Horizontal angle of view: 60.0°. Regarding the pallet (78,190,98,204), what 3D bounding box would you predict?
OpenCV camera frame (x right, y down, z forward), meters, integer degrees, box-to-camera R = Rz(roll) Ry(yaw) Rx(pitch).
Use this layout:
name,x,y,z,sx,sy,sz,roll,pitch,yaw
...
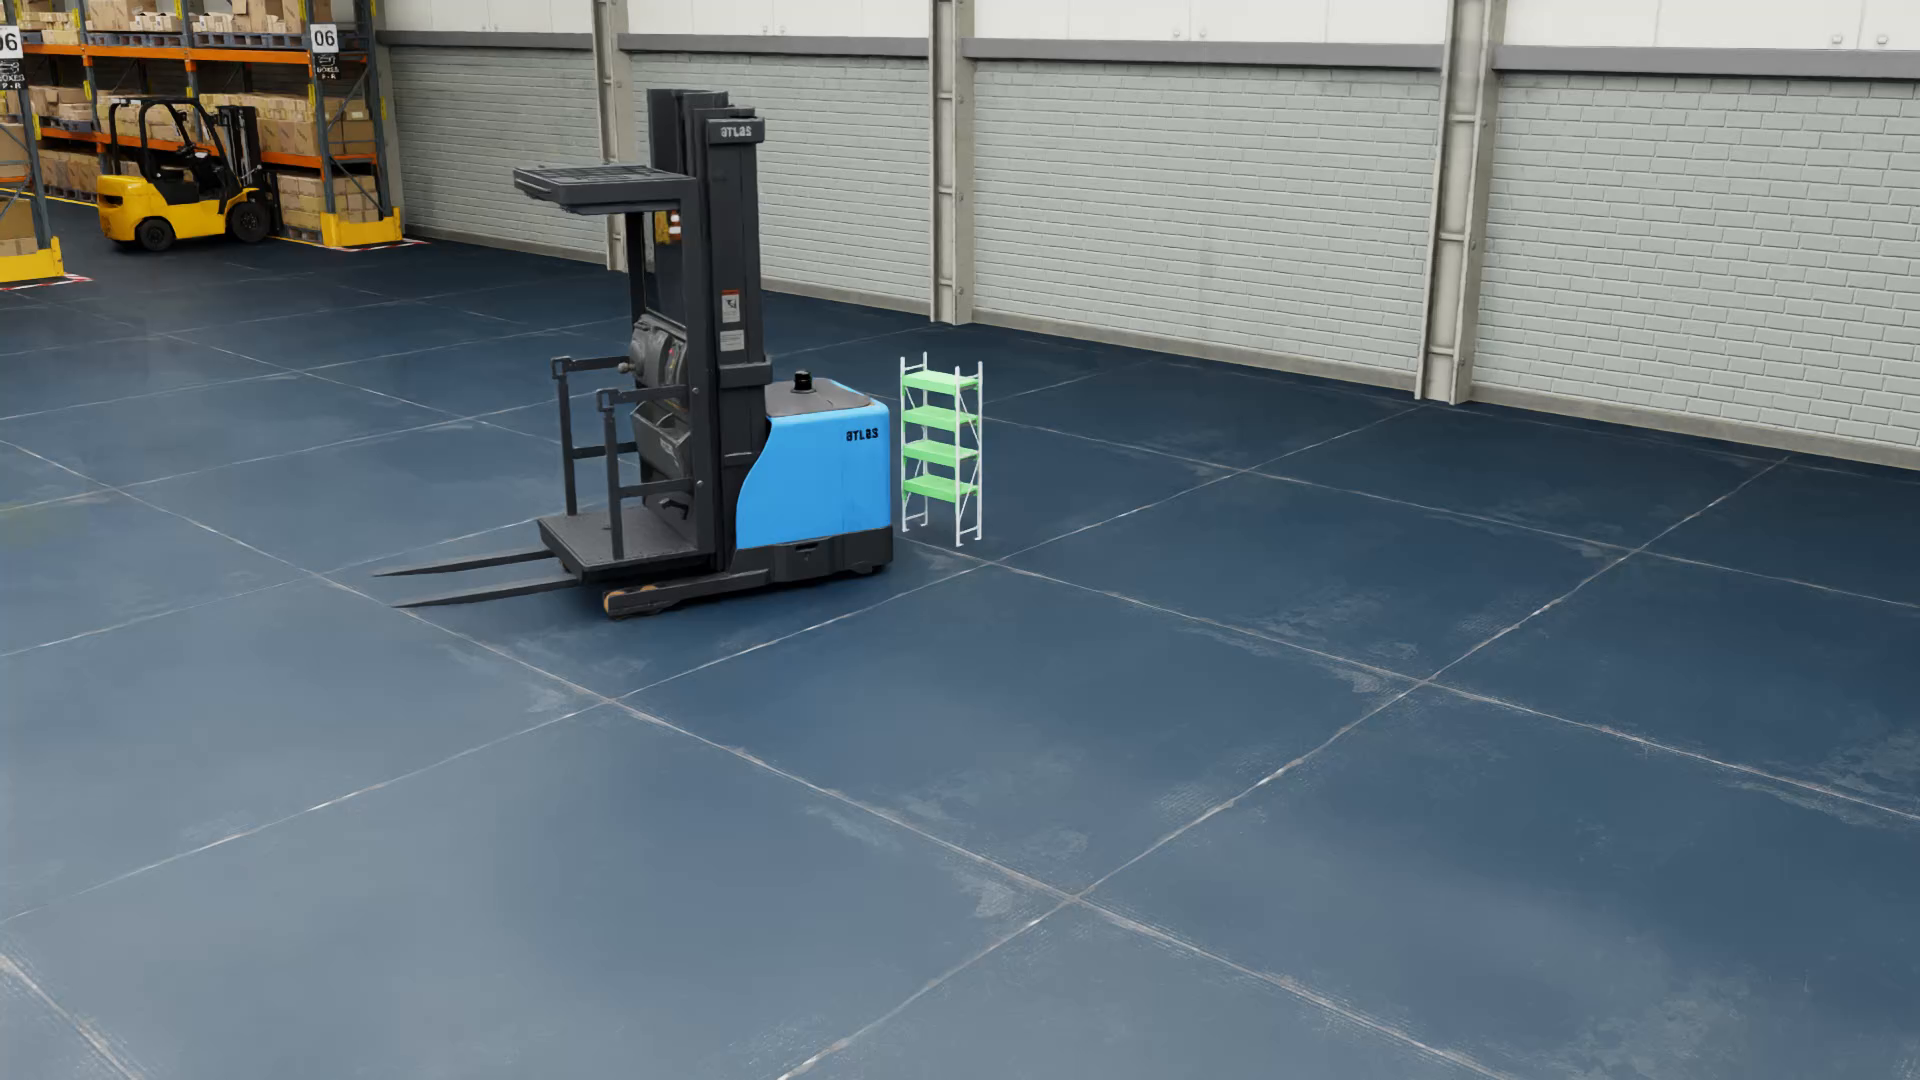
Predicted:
name,x,y,z,sx,sy,sz,roll,pitch,yaw
pallet,-15.663,-6.421,30.996,1.213,0.211,1.003,15,23,39

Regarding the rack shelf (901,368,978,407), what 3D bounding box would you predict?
name,x,y,z,sx,sy,sz,roll,pitch,yaw
rack shelf,-0.124,-1.002,10.909,0.480,0.148,0.258,15,23,39

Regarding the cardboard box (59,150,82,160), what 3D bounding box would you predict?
name,x,y,z,sx,sy,sz,roll,pitch,yaw
cardboard box,-16.790,-7.285,31.474,0.250,0.149,0.380,15,23,39

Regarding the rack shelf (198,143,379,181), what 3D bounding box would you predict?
name,x,y,z,sx,sy,sz,roll,pitch,yaw
rack shelf,-10.642,-6.044,26.387,4.000,0.370,1.077,15,23,39

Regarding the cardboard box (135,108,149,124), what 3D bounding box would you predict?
name,x,y,z,sx,sy,sz,roll,pitch,yaw
cardboard box,-13.807,-7.307,28.600,0.500,0.250,0.500,15,23,40

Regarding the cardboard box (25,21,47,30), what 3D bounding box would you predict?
name,x,y,z,sx,sy,sz,roll,pitch,yaw
cardboard box,-16.995,-9.500,30.684,0.250,0.149,0.380,16,23,40

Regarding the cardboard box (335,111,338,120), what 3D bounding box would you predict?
name,x,y,z,sx,sy,sz,roll,pitch,yaw
cardboard box,-9.454,-6.504,25.410,0.250,0.149,0.380,15,23,39

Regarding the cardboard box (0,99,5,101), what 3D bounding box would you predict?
name,x,y,z,sx,sy,sz,roll,pitch,yaw
cardboard box,-19.048,-8.610,33.038,0.500,0.250,0.500,15,23,39

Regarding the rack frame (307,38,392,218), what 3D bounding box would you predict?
name,x,y,z,sx,sy,sz,roll,pitch,yaw
rack frame,-9.146,-5.986,25.013,0.127,3.000,1.000,15,23,39

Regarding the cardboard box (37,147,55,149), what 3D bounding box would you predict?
name,x,y,z,sx,sy,sz,roll,pitch,yaw
cardboard box,-17.771,-7.543,32.285,0.250,0.149,0.380,14,23,38

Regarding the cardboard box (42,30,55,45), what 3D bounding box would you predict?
name,x,y,z,sx,sy,sz,roll,pitch,yaw
cardboard box,-16.425,-9.199,30.429,0.500,0.250,0.500,15,23,39

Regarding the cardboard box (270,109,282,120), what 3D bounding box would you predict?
name,x,y,z,sx,sy,sz,roll,pitch,yaw
cardboard box,-10.364,-6.554,25.568,0.250,0.149,0.380,14,22,38

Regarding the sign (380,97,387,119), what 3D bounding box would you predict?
name,x,y,z,sx,sy,sz,roll,pitch,yaw
sign,-8.773,-6.560,25.262,0.005,0.325,0.100,15,23,39

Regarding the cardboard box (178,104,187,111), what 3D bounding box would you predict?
name,x,y,z,sx,sy,sz,roll,pitch,yaw
cardboard box,-12.745,-7.212,27.639,0.250,0.149,0.380,15,23,38

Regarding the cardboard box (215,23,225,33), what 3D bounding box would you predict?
name,x,y,z,sx,sy,sz,roll,pitch,yaw
cardboard box,-11.429,-8.033,26.063,0.250,0.149,0.380,16,24,41

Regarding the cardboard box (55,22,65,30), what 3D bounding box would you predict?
name,x,y,z,sx,sy,sz,roll,pitch,yaw
cardboard box,-16.130,-9.312,30.124,0.250,0.149,0.380,15,23,39

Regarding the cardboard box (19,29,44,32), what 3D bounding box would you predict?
name,x,y,z,sx,sy,sz,roll,pitch,yaw
cardboard box,-18.311,-10.061,32.652,0.500,0.250,0.500,14,23,38

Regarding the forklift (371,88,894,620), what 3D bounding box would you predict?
name,x,y,z,sx,sy,sz,roll,pitch,yaw
forklift,-1.966,-1.117,9.786,3.031,2.935,1.130,-9,20,-26

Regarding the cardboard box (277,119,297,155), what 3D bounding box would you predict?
name,x,y,z,sx,sy,sz,roll,pitch,yaw
cardboard box,-10.070,-6.179,25.457,0.500,0.500,0.500,16,24,41

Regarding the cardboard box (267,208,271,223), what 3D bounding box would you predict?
name,x,y,z,sx,sy,sz,roll,pitch,yaw
cardboard box,-10.844,-5.202,26.394,0.500,0.250,0.500,16,24,41

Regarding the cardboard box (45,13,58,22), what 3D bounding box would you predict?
name,x,y,z,sx,sy,sz,roll,pitch,yaw
cardboard box,-16.363,-9.494,30.208,0.250,0.149,0.380,14,23,38

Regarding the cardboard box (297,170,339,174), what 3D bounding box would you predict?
name,x,y,z,sx,sy,sz,roll,pitch,yaw
cardboard box,-10.123,-5.693,26.291,0.500,0.250,0.500,15,23,39

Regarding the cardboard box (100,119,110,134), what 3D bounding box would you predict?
name,x,y,z,sx,sy,sz,roll,pitch,yaw
cardboard box,-14.960,-7.376,29.642,0.500,0.250,0.500,15,23,39

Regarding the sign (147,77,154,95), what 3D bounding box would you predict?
name,x,y,z,sx,sy,sz,roll,pitch,yaw
sign,-14.763,-8.270,30.297,0.005,0.325,0.100,15,23,39

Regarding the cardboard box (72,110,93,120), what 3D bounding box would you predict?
name,x,y,z,sx,sy,sz,roll,pitch,yaw
cardboard box,-15.875,-7.717,30.191,0.250,0.149,0.380,16,23,40

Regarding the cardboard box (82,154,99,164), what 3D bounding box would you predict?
name,x,y,z,sx,sy,sz,roll,pitch,yaw
cardboard box,-15.892,-6.999,30.573,0.250,0.149,0.380,14,22,36

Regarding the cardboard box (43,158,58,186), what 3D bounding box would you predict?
name,x,y,z,sx,sy,sz,roll,pitch,yaw
cardboard box,-17.133,-7.050,31.805,0.500,0.500,0.500,14,22,38

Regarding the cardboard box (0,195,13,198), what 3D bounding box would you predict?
name,x,y,z,sx,sy,sz,roll,pitch,yaw
cardboard box,-13.270,-4.442,22.761,0.500,0.500,0.500,14,22,37

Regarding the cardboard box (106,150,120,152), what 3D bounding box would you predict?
name,x,y,z,sx,sy,sz,roll,pitch,yaw
cardboard box,-16.102,-7.293,31.499,0.250,0.149,0.380,14,23,38

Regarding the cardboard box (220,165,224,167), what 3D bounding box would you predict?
name,x,y,z,sx,sy,sz,roll,pitch,yaw
cardboard box,-11.984,-5.987,27.215,0.500,0.250,0.500,15,23,38

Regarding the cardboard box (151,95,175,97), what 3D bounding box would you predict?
name,x,y,z,sx,sy,sz,roll,pitch,yaw
cardboard box,-14.099,-7.803,29.501,0.250,0.149,0.380,14,23,38

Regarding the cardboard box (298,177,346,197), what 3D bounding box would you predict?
name,x,y,z,sx,sy,sz,roll,pitch,yaw
cardboard box,-9.697,-5.374,25.283,0.500,0.250,0.500,16,24,41

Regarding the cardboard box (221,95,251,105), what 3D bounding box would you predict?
name,x,y,z,sx,sy,sz,roll,pitch,yaw
cardboard box,-11.519,-7.000,26.480,0.250,0.149,0.380,16,23,40

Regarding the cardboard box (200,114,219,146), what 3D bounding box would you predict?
name,x,y,z,sx,sy,sz,roll,pitch,yaw
cardboard box,-11.979,-6.688,27.062,0.500,0.500,0.500,14,22,38

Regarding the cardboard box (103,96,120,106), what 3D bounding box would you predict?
name,x,y,z,sx,sy,sz,roll,pitch,yaw
cardboard box,-14.886,-7.765,29.382,0.250,0.149,0.380,16,23,40

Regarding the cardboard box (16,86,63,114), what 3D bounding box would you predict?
name,x,y,z,sx,sy,sz,roll,pitch,yaw
cardboard box,-17.520,-8.391,31.733,0.500,0.500,0.700,15,23,40

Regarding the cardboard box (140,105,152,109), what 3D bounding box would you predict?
name,x,y,z,sx,sy,sz,roll,pitch,yaw
cardboard box,-13.765,-7.449,28.388,0.250,0.149,0.380,14,23,38

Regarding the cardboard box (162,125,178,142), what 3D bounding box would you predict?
name,x,y,z,sx,sy,sz,roll,pitch,yaw
cardboard box,-13.068,-6.859,28.013,0.500,0.250,0.500,15,23,39

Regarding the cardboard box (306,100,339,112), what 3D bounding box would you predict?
name,x,y,z,sx,sy,sz,roll,pitch,yaw
cardboard box,-9.554,-6.508,24.931,0.250,0.149,0.380,15,23,39

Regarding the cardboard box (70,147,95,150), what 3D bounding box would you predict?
name,x,y,z,sx,sy,sz,roll,pitch,yaw
cardboard box,-17.057,-7.560,32.341,0.250,0.149,0.380,14,22,37

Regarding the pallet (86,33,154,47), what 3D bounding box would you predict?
name,x,y,z,sx,sy,sz,roll,pitch,yaw
pallet,-14.562,-8.815,29.284,1.003,0.211,1.213,16,24,42

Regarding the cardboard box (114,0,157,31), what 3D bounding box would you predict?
name,x,y,z,sx,sy,sz,roll,pitch,yaw
cardboard box,-13.988,-8.912,28.251,0.500,0.500,0.500,16,23,41

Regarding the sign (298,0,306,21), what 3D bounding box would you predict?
name,x,y,z,sx,sy,sz,roll,pitch,yaw
sign,-9.516,-7.680,24.059,0.005,0.325,0.100,15,23,39

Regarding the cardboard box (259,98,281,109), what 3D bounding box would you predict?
name,x,y,z,sx,sy,sz,roll,pitch,yaw
cardboard box,-10.575,-6.742,25.667,0.250,0.149,0.380,16,23,40

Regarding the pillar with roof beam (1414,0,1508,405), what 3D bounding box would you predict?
name,x,y,z,sx,sy,sz,roll,pitch,yaw
pillar with roof beam,1.537,-4.601,10.732,0.400,9.000,9.100,15,23,39

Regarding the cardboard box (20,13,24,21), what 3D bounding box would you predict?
name,x,y,z,sx,sy,sz,roll,pitch,yaw
cardboard box,-17.179,-9.692,30.798,0.250,0.149,0.380,15,23,40

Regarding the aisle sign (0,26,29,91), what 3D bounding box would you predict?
name,x,y,z,sx,sy,sz,roll,pitch,yaw
aisle sign,-12.186,-6.159,21.261,0.004,0.787,0.394,15,23,39

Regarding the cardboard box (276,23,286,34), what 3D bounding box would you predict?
name,x,y,z,sx,sy,sz,roll,pitch,yaw
cardboard box,-9.967,-7.641,24.826,0.250,0.149,0.380,14,22,38

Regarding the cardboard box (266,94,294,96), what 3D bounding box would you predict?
name,x,y,z,sx,sy,sz,roll,pitch,yaw
cardboard box,-10.922,-7.089,26.761,0.250,0.149,0.380,15,23,38

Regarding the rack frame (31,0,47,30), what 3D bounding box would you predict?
name,x,y,z,sx,sy,sz,roll,pitch,yaw
rack frame,-18.121,-11.254,31.698,0.127,3.000,1.000,15,23,39

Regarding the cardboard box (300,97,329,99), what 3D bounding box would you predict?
name,x,y,z,sx,sy,sz,roll,pitch,yaw
cardboard box,-10.024,-6.810,25.882,0.250,0.149,0.380,16,24,41

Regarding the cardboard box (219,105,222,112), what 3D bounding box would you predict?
name,x,y,z,sx,sy,sz,roll,pitch,yaw
cardboard box,-11.666,-6.924,26.734,0.250,0.149,0.380,15,23,39

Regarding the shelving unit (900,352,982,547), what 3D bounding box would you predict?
name,x,y,z,sx,sy,sz,roll,pitch,yaw
shelving unit,-0.124,-0.605,11.035,0.503,1.200,0.258,15,23,39

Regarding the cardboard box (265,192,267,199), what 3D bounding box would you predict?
name,x,y,z,sx,sy,sz,roll,pitch,yaw
cardboard box,-10.857,-5.444,26.331,0.500,0.250,0.500,15,23,39

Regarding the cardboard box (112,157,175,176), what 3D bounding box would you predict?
name,x,y,z,sx,sy,sz,roll,pitch,yaw
cardboard box,-14.672,-6.532,29.966,0.625,0.625,0.875,16,24,41
